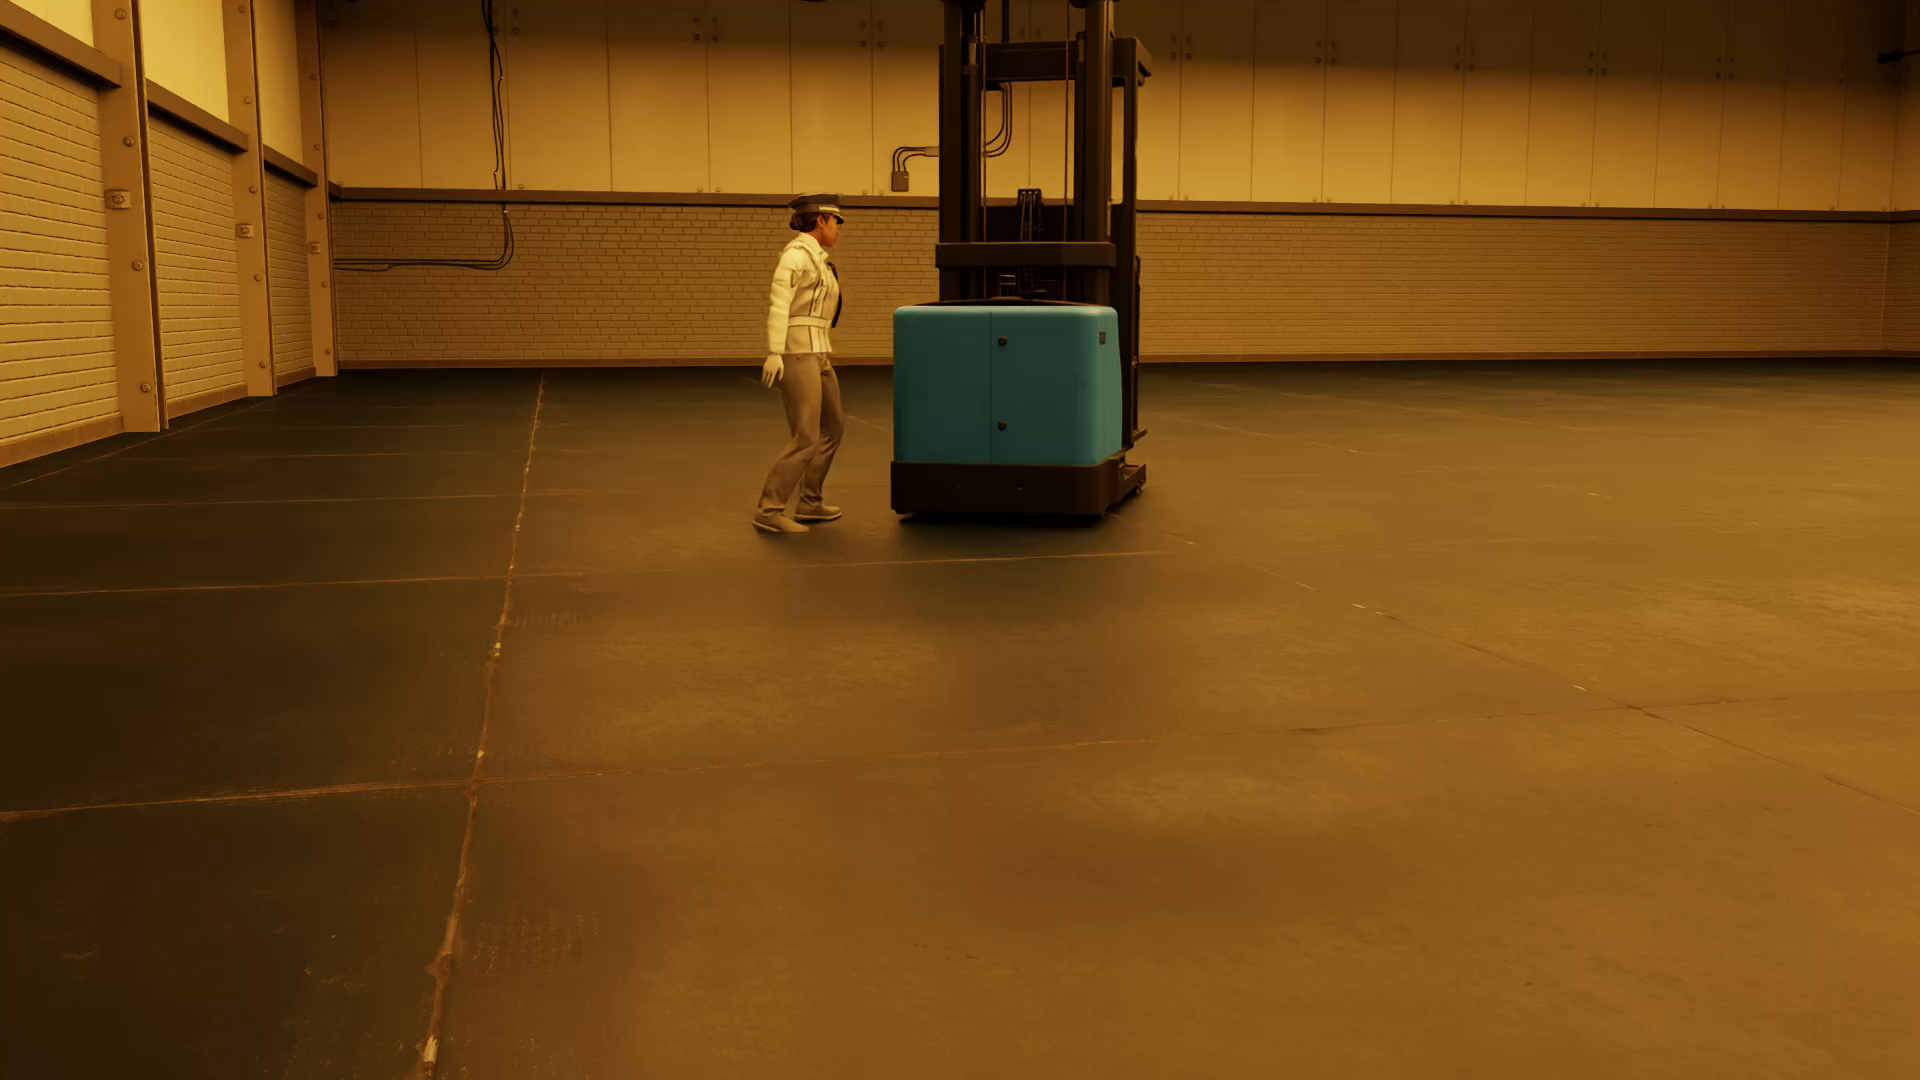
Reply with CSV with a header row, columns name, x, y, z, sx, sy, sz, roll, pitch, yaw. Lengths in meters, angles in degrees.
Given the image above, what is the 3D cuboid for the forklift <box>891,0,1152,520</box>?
name,x,y,z,sx,sy,sz,roll,pitch,yaw
forklift,0.478,-1.717,9.397,1.130,2.935,3.031,2,8,13

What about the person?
name,x,y,z,sx,sy,sz,roll,pitch,yaw
person,-0.776,-0.851,8.058,0.417,1.642,0.808,1,8,8
